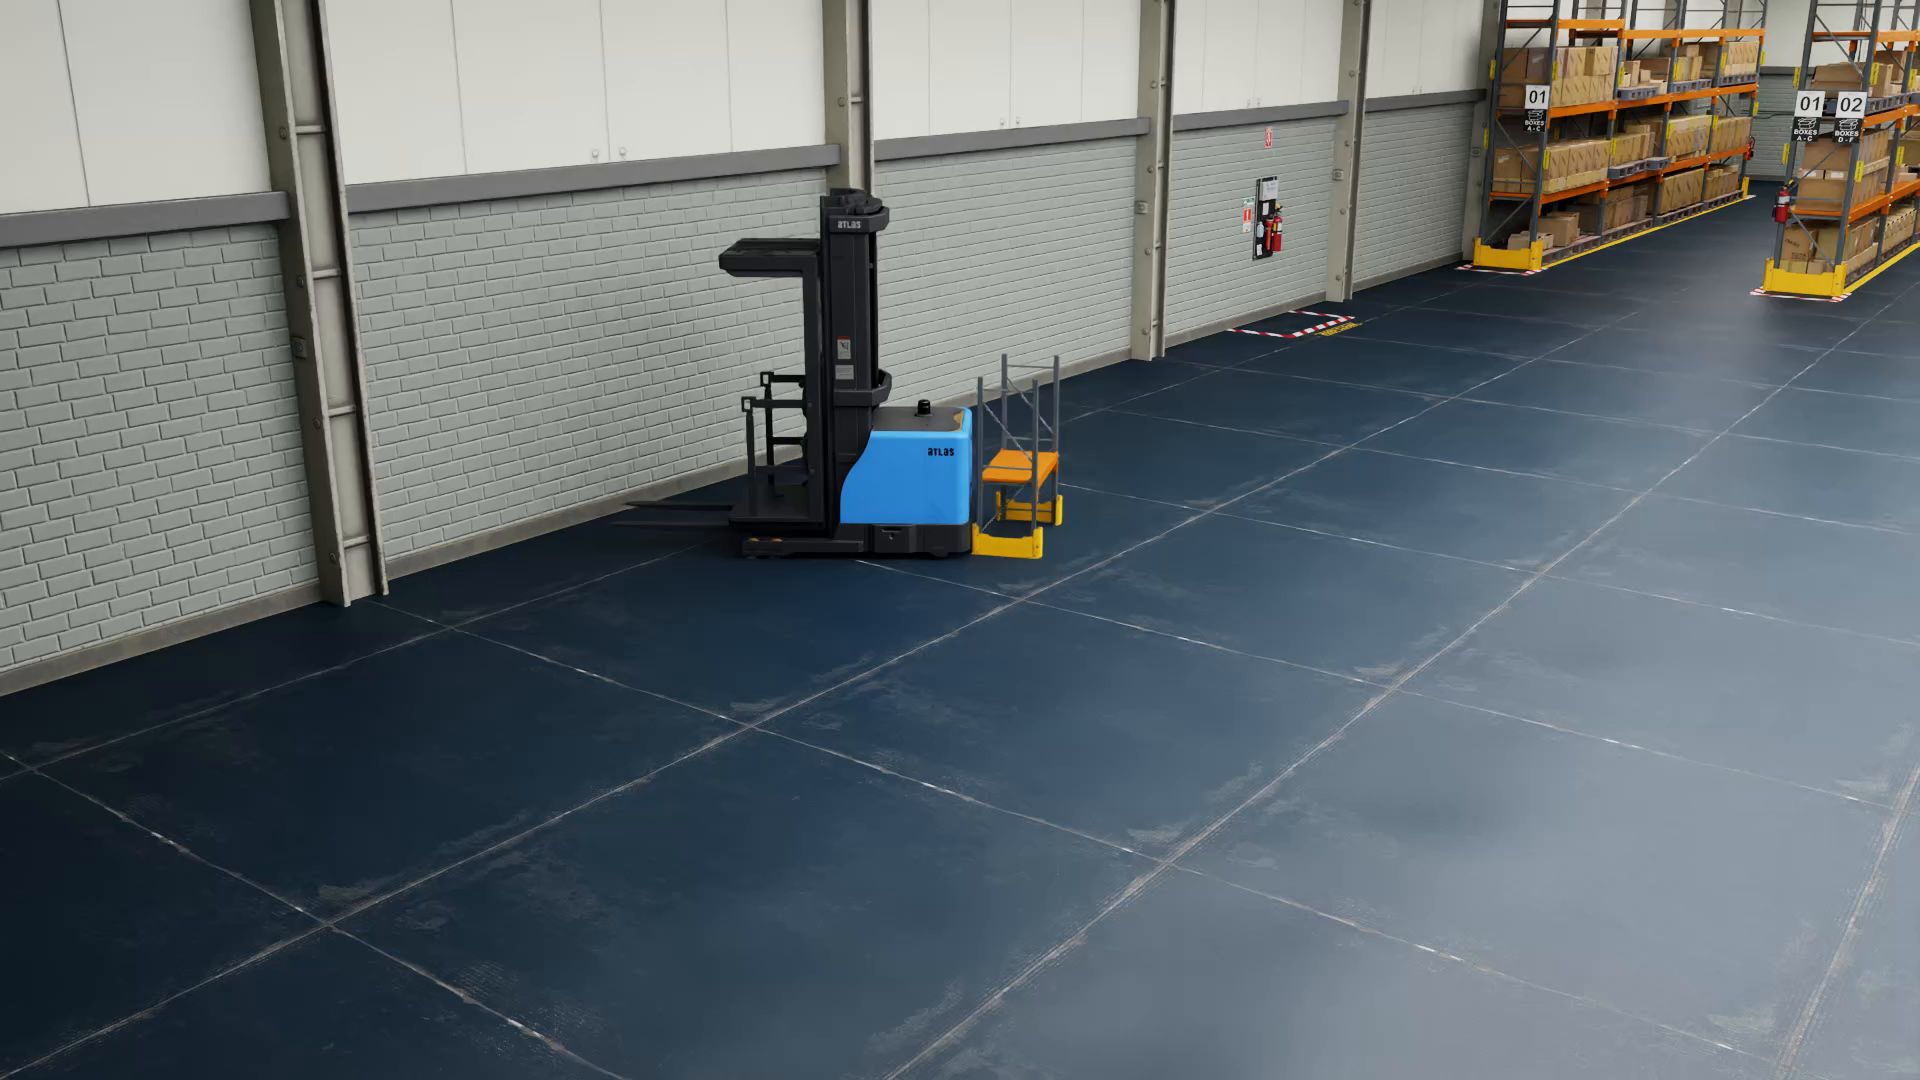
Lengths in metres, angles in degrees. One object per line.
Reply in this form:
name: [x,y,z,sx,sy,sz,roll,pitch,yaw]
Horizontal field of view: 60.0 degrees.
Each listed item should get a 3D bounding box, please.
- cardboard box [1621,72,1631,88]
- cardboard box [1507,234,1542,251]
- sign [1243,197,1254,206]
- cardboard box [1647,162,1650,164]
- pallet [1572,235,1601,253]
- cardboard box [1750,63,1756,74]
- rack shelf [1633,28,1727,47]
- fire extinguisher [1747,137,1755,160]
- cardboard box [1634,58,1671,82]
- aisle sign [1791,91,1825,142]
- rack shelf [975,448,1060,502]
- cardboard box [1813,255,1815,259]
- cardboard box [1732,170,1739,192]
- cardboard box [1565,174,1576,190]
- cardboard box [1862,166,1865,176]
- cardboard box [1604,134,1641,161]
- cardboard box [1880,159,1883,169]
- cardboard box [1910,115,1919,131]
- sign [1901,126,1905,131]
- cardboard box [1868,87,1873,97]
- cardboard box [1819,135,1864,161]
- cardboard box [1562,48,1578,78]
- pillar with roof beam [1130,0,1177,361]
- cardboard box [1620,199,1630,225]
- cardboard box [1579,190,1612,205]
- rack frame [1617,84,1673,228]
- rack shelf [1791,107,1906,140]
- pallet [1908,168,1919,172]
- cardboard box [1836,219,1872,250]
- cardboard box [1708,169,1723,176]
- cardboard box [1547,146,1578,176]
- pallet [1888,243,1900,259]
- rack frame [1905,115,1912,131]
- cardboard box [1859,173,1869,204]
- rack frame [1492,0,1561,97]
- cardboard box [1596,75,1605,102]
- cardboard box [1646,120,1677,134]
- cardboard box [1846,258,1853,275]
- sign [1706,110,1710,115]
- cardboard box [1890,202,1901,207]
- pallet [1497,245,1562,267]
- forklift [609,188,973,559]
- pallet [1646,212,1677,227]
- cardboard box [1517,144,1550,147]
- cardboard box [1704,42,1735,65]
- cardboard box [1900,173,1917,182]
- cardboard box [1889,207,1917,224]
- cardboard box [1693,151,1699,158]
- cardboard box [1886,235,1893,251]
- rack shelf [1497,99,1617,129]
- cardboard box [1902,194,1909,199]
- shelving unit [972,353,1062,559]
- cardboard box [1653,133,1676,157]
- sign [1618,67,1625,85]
cardboard box: [13.046,-9.201,33.199,0.500,0.311,0.500,13,22,36]
cardboard box: [10.390,-5.470,30.592,0.500,0.311,0.500,10,20,29]
sign: [4.148,-4.860,23.881,0.001,0.109,0.331,12,21,35]
cardboard box: [15.055,-8.227,36.069,0.380,0.149,0.250,12,21,34]
pallet: [11.918,-5.850,32.725,1.003,0.211,1.213,12,21,35]
cardboard box: [19.216,-11.594,40.838,0.500,0.250,0.500,13,22,36]
rack shelf: [15.864,-11.107,36.725,1.077,0.370,4.000,12,21,35]
fire extinguisher: [19.900,-9.945,41.970,0.296,0.674,0.183,12,21,35]
cardboard box: [14.910,-10.114,35.787,0.700,0.500,0.500,11,20,30]
aisle sign: [13.612,-6.798,26.694,0.394,0.787,0.004,12,21,35]
rack shelf: [0.497,-0.561,14.127,0.538,0.185,1.000,4,18,12]
cardboard box: [14.257,-4.709,28.278,0.500,0.250,0.500,12,21,35]
cardboard box: [19.103,-9.028,41.765,0.700,0.500,0.500,12,21,35]
cardboard box: [11.058,-6.639,30.785,0.500,0.250,0.500,12,21,34]
cardboard box: [14.907,-6.180,27.823,0.380,0.149,0.250,12,21,33]
cardboard box: [13.676,-8.144,34.500,0.700,0.500,0.500,12,21,35]
cardboard box: [15.977,-6.607,29.198,0.380,0.149,0.250,12,21,33]
cardboard box: [21.130,-9.070,36.538,0.500,0.500,0.500,13,21,35]
sign: [20.596,-8.886,36.341,0.100,0.325,0.005,12,21,35]
cardboard box: [14.729,-7.349,27.274,0.380,0.149,0.250,12,21,35]
cardboard box: [14.515,-6.435,27.553,0.700,0.500,0.500,12,21,33]
cardboard box: [10.670,-8.522,29.681,0.500,0.500,0.500,12,21,34]
pillar with roof beam: [5.936,-5.961,18.265,9.100,9.000,0.400,12,21,35]
cardboard box: [13.612,-6.910,34.912,0.700,0.500,0.500,12,21,34]
cardboard box: [12.974,-7.006,33.955,0.500,0.250,0.500,12,21,34]
rack frame: [14.673,-8.300,35.914,1.000,3.000,0.127,12,21,35]
rack shelf: [15.078,-7.086,28.159,1.077,0.370,4.000,12,21,35]
pallet: [19.808,-7.798,34.621,1.003,0.211,1.213,12,21,35]
cardboard box: [15.567,-5.333,29.022,0.500,0.500,0.500,12,21,35]
cardboard box: [18.245,-8.903,40.269,0.380,0.149,0.250,12,21,33]
cardboard box: [11.047,-6.989,30.648,0.500,0.500,0.500,12,21,33]
pallet: [17.404,-5.616,31.971,1.003,0.211,1.213,12,21,35]
rack frame: [21.037,-8.379,36.166,1.000,3.000,0.127,12,21,35]
cardboard box: [15.095,-6.046,28.488,0.700,0.500,0.500,13,22,36]
rack frame: [9.906,-9.260,28.889,1.000,3.000,0.127,12,21,35]
cardboard box: [11.875,-8.555,31.475,0.500,0.500,0.500,10,20,30]
cardboard box: [15.167,-8.927,35.965,0.500,0.250,0.500,13,22,36]
cardboard box: [14.680,-4.616,27.979,0.500,0.250,0.500,12,21,35]
sign: [18.997,-10.756,42.231,0.100,0.325,0.005,12,21,35]
cardboard box: [19.022,-6.706,34.255,0.500,0.500,0.500,13,22,37]
pallet: [10.464,-5.269,30.853,1.003,0.211,1.213,12,21,35]
forklift: [-1.414,-1.399,13.808,3.031,2.935,1.130,1,17,2]
pallet: [15.203,-7.143,36.890,1.003,0.211,1.213,12,21,35]
cardboard box: [10.629,-7.083,30.949,0.500,0.500,0.500,12,21,33]
cardboard box: [17.706,-11.341,38.759,0.500,0.500,0.500,12,21,34]
cardboard box: [18.339,-7.043,32.289,0.380,0.149,0.250,12,21,35]
cardboard box: [18.539,-6.413,32.819,0.500,0.311,0.500,13,22,36]
cardboard box: [16.650,-8.821,37.980,0.380,0.149,0.250,12,21,35]
cardboard box: [17.015,-5.534,30.936,0.500,0.250,0.500,13,22,36]
rack shelf: [11.098,-7.960,30.974,1.077,0.370,4.000,12,21,35]
cardboard box: [19.658,-7.323,34.976,0.500,0.250,0.500,12,21,34]
shelving unit: [0.499,-0.735,14.082,0.587,1.500,1.083,4,18,12]
cardboard box: [15.168,-8.570,36.079,0.500,0.500,0.500,13,22,36]
sign: [12.730,-8.933,32.022,0.100,0.325,0.005,12,21,35]
